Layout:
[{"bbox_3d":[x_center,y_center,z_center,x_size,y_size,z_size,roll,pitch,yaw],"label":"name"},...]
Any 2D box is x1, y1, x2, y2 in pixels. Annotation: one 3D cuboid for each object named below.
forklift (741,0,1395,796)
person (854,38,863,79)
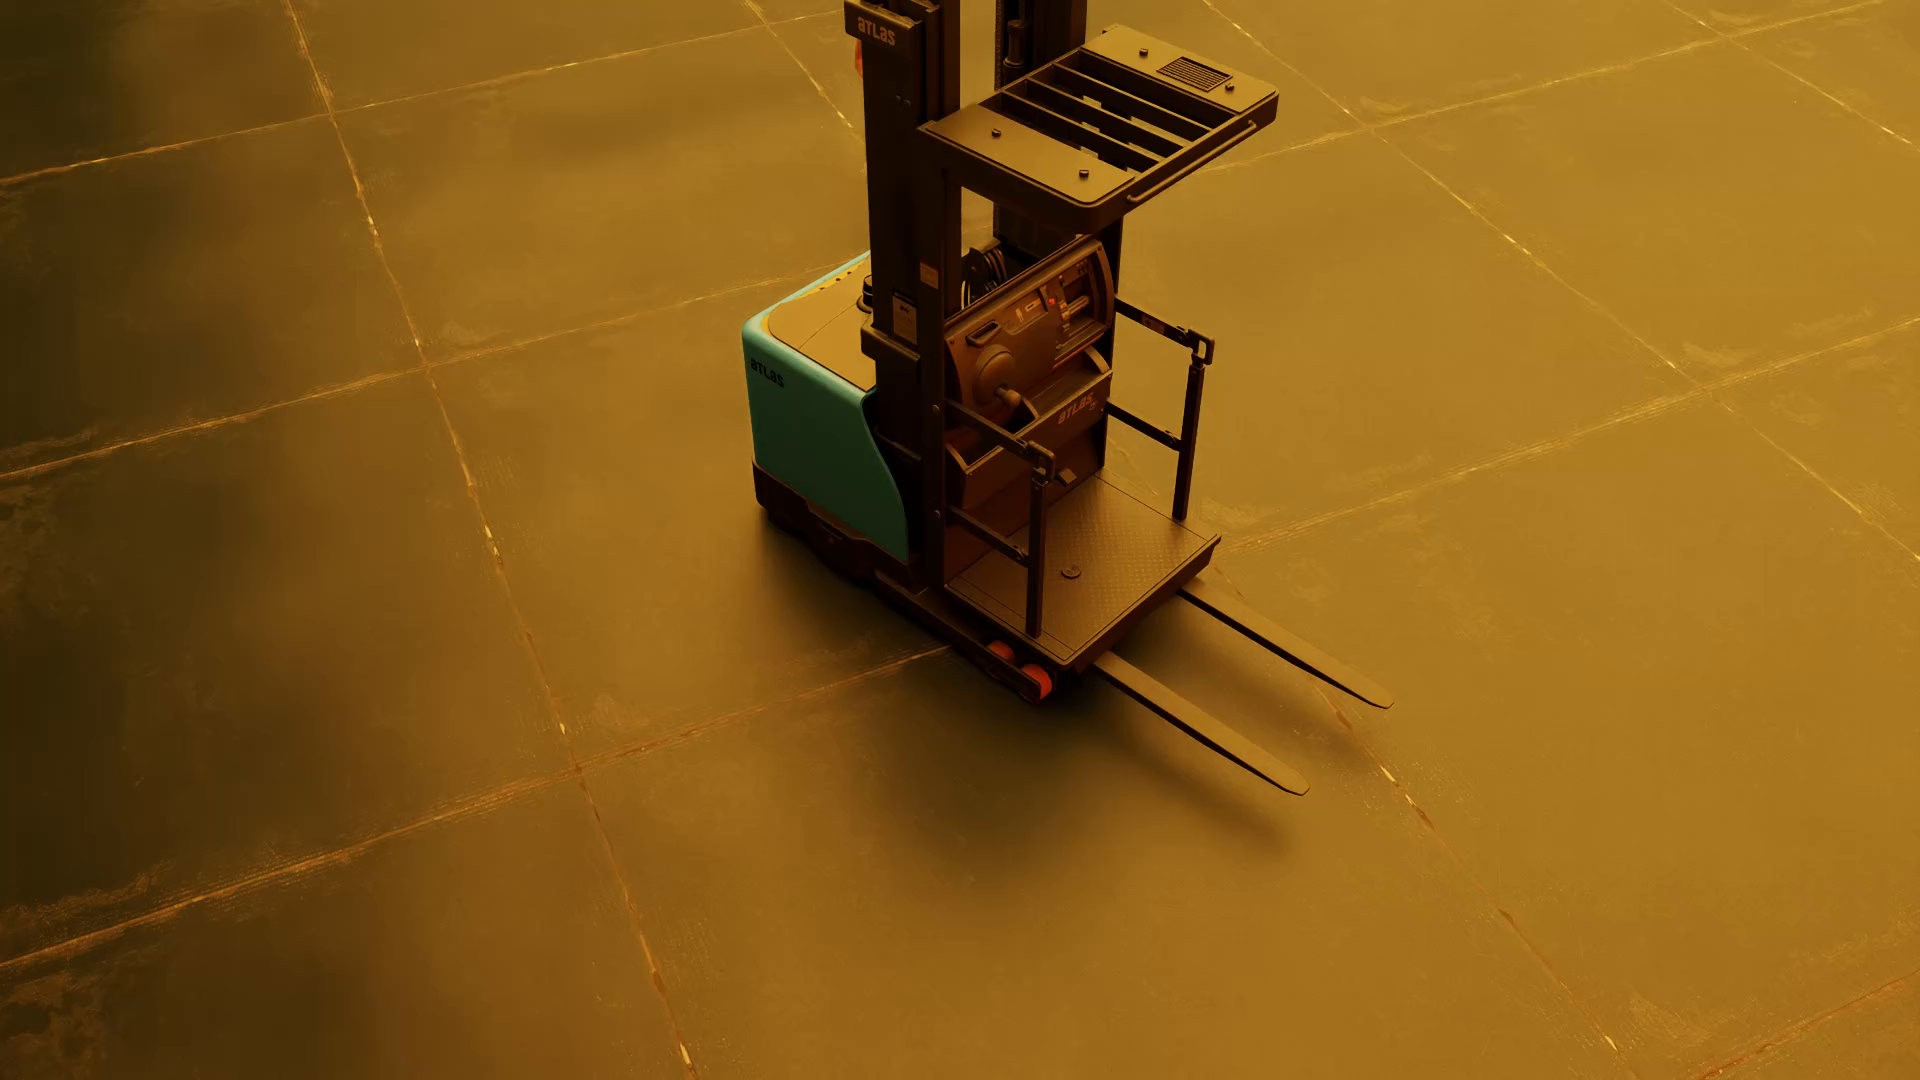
[{"bbox_3d":[0.445,-0.788,6.525,3.031,2.935,1.130,32,52,30],"label":"forklift"},{"bbox_3d":[-0.357,-2.888,9.646,0.640,1.727,0.551,-21,47,-21],"label":"person"}]
